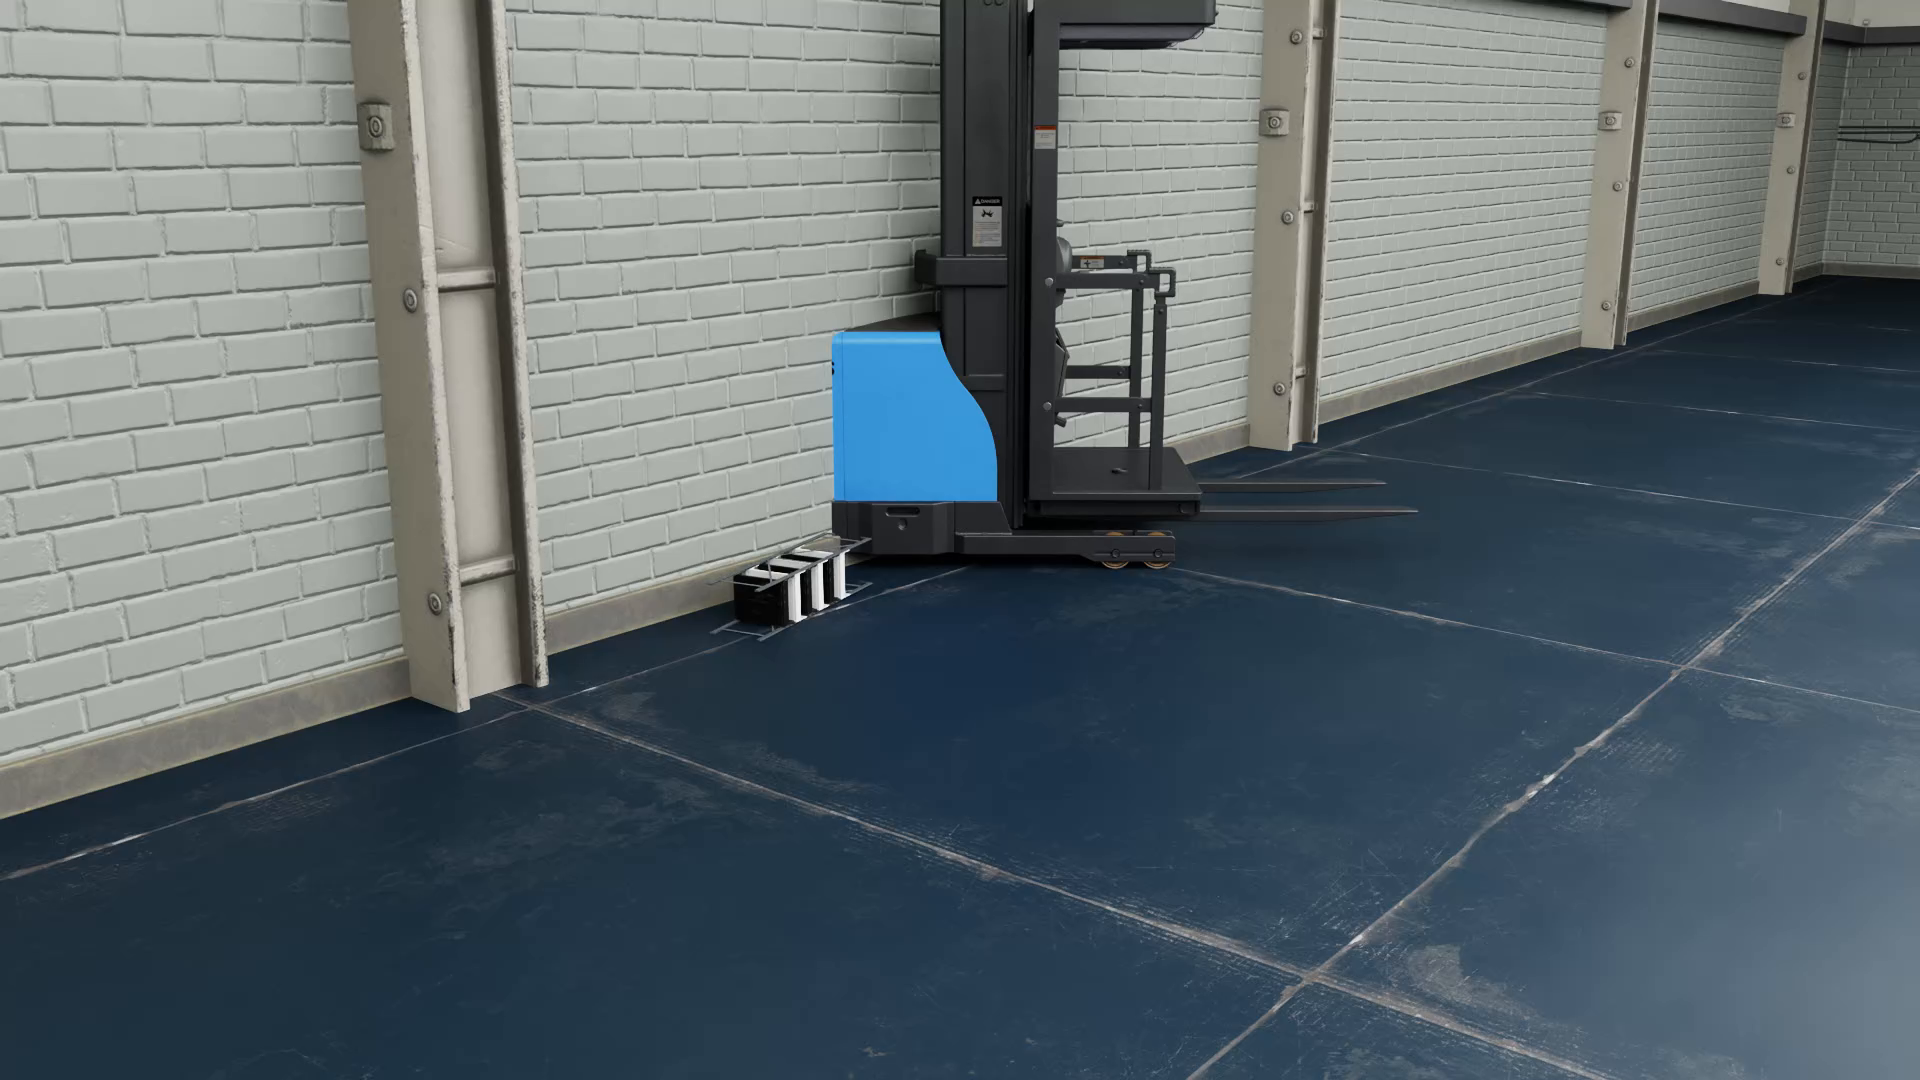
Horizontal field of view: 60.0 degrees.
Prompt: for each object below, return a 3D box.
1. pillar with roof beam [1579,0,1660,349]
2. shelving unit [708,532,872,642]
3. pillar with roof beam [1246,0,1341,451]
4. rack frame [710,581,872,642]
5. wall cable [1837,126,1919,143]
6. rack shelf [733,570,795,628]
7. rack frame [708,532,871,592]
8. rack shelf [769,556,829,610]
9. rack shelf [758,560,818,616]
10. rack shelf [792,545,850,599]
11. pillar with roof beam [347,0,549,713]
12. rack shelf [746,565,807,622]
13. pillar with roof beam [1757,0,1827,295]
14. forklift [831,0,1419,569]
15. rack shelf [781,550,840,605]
[{"bbox_3d":[9.152,-5.456,11.322,9.100,9.000,0.400,11,18,38],"label":"pillar with roof beam"},{"bbox_3d":[-0.694,0.183,6.960,0.258,0.210,0.900,7,16,25],"label":"shelving unit"},{"bbox_3d":[5.381,-4.306,6.799,9.100,9.000,0.400,11,18,38],"label":"pillar with roof beam"},{"bbox_3d":[-0.693,0.281,6.986,0.240,0.006,0.900,7,16,25],"label":"rack frame"},{"bbox_3d":[12.455,-6.125,20.265,3.097,2.526,0.112,11,18,38],"label":"wall cable"},{"bbox_3d":[-0.799,0.237,6.755,0.258,0.200,0.077,7,16,25],"label":"rack shelf"},{"bbox_3d":[-0.694,0.085,6.935,0.240,0.006,0.900,7,16,25],"label":"rack frame"},{"bbox_3d":[-0.679,0.175,6.989,0.258,0.200,0.077,7,16,25],"label":"rack shelf"},{"bbox_3d":[-0.719,0.196,6.911,0.258,0.200,0.077,7,16,25],"label":"rack shelf"},{"bbox_3d":[-0.599,0.134,7.145,0.258,0.200,0.077,7,16,25],"label":"rack shelf"},{"bbox_3d":[1.610,-3.157,2.275,9.100,9.000,0.400,11,18,38],"label":"pillar with roof beam"},{"bbox_3d":[-0.759,0.217,6.833,0.258,0.200,0.077,7,16,25],"label":"rack shelf"},{"bbox_3d":[12.924,-6.605,15.845,9.100,9.000,0.400,11,18,38],"label":"pillar with roof beam"},{"bbox_3d":[0.623,-1.420,7.760,3.031,2.935,1.130,0,14,0],"label":"forklift"},{"bbox_3d":[-0.639,0.155,7.067,0.258,0.200,0.077,7,16,25],"label":"rack shelf"}]
